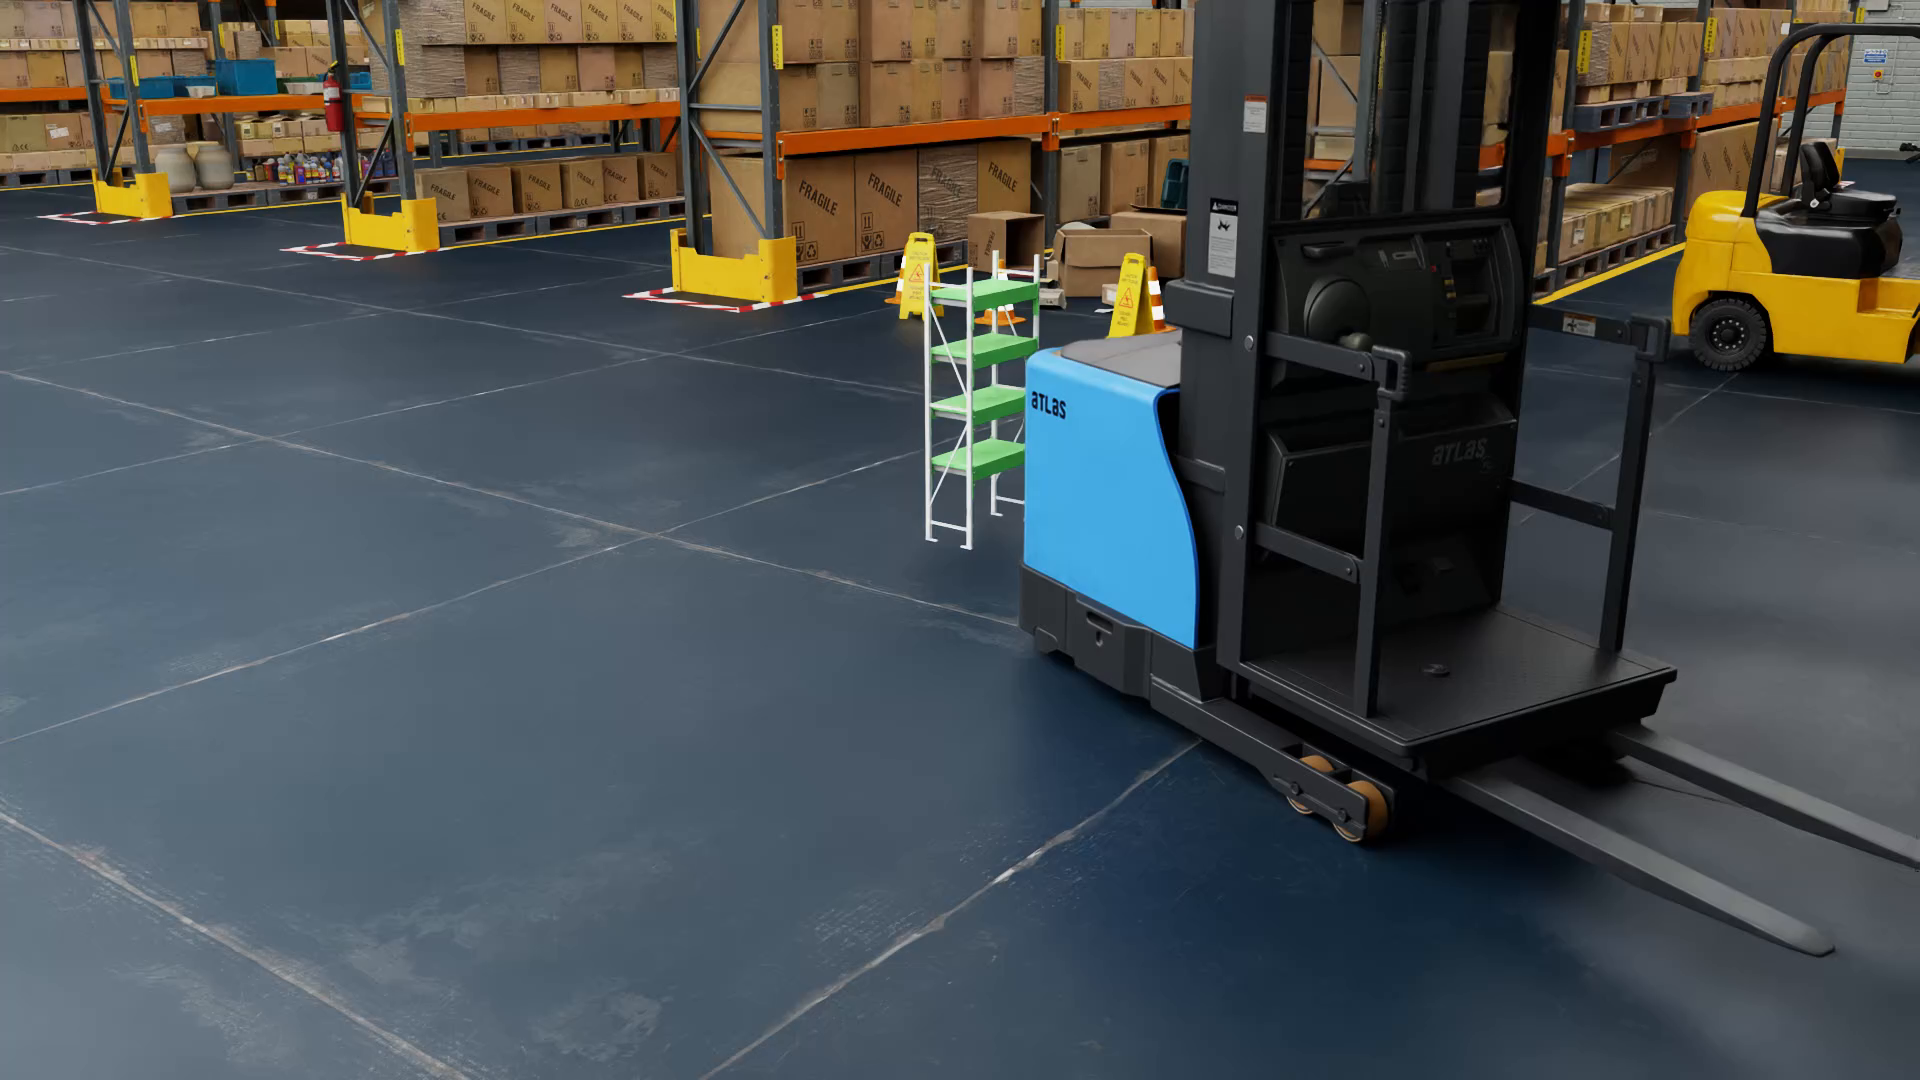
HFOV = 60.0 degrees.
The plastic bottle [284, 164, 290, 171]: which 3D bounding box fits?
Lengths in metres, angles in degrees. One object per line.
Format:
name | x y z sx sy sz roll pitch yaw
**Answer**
plastic bottle | -8.657 -4.724 21.375 0.097 0.201 0.097 0 17 0

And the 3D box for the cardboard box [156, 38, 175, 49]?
cardboard box | -11.650 -7.227 24.197 0.380 0.149 0.250 12 21 33

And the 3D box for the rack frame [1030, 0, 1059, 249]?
rack frame | 0.519 -4.442 16.490 1.000 3.000 0.127 12 21 35

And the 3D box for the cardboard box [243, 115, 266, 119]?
cardboard box | -11.041 -6.521 26.168 0.500 0.311 0.500 13 22 36

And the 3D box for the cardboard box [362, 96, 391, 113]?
cardboard box | -5.783 -4.374 16.695 0.380 0.149 0.250 12 21 35

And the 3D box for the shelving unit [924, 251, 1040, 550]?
shelving unit | 0.099 -0.612 7.193 0.258 1.200 0.503 12 21 35

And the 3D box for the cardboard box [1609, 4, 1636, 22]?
cardboard box | 5.684 -4.618 14.584 0.380 0.149 0.250 14 22 38

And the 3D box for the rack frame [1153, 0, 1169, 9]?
rack frame | 3.746 -8.201 28.593 1.000 3.000 0.127 12 21 35

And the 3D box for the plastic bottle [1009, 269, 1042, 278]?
plastic bottle | 0.590 -2.358 14.735 0.283 0.061 0.133 5 18 16

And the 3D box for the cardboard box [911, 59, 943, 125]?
cardboard box | -0.652 -4.037 14.932 0.875 0.550 0.500 12 21 35

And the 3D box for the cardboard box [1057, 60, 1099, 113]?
cardboard box | 1.049 -4.567 16.725 0.500 0.500 0.500 13 21 35

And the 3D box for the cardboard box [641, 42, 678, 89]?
cardboard box | -3.722 -5.436 19.021 0.875 0.500 0.500 12 21 35

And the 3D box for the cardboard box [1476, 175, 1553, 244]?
cardboard box | 4.418 -2.648 13.378 0.500 0.500 0.500 12 21 34

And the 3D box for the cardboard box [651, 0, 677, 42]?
cardboard box | -3.451 -5.854 18.681 0.500 0.500 0.500 12 21 35

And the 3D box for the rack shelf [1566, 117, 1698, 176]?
rack shelf | 5.747 -3.724 15.391 1.077 0.370 4.000 12 21 35

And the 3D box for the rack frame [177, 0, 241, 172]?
rack frame | -11.357 -7.094 25.029 1.000 3.000 0.127 12 21 35

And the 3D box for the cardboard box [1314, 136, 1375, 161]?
cardboard box | 2.540 -2.563 10.863 0.380 0.149 0.250 13 21 35

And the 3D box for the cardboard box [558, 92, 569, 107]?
cardboard box | -4.412 -4.719 17.804 0.380 0.149 0.250 12 21 35

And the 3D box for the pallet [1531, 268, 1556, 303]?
pallet | 4.183 -2.093 13.629 1.003 0.211 1.213 12 21 35

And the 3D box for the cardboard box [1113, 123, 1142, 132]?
cardboard box | 2.357 -6.791 26.929 0.875 0.875 0.875 12 21 35

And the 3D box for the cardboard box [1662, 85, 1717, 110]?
cardboard box | 7.432 -4.544 17.073 0.500 0.250 0.500 12 21 34

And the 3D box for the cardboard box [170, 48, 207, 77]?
cardboard box | -11.617 -7.035 24.671 0.700 0.500 0.500 12 21 33

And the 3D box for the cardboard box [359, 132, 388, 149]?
cardboard box | -9.698 -6.523 27.119 0.500 0.250 0.500 13 21 36

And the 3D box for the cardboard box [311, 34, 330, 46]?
cardboard box | -12.140 -9.314 31.475 0.500 0.500 0.500 13 22 36

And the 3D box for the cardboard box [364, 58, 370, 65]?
cardboard box | -9.662 -7.825 27.535 0.500 0.311 0.500 12 21 34

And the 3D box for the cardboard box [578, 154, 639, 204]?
cardboard box | -4.009 -4.123 18.970 0.500 0.500 0.500 -12 21 -33

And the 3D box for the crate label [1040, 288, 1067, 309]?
crate label | 0.716 -1.915 13.180 0.250 0.136 0.298 2 17 6

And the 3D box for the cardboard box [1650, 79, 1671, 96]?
cardboard box | 6.407 -4.234 15.535 0.380 0.149 0.250 13 21 36

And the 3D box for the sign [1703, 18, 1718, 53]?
sign | 7.380 -4.965 16.357 0.100 0.325 0.005 12 21 35

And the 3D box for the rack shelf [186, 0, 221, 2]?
rack shelf | -10.166 -8.659 26.225 1.077 0.370 4.000 12 21 35

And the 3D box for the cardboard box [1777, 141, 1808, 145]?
cardboard box | 10.854 -5.032 22.002 0.875 0.438 0.875 13 22 36

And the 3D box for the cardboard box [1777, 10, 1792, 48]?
cardboard box | 9.257 -5.871 19.238 0.500 0.500 0.500 13 22 36

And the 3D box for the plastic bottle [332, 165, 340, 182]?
plastic bottle | -7.989 -4.693 21.276 0.097 0.201 0.097 0 17 0

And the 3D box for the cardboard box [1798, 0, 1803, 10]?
cardboard box | 9.858 -6.425 19.927 0.380 0.149 0.250 13 21 35

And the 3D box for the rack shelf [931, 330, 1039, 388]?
rack shelf | 0.099 -0.781 7.141 0.258 0.148 0.480 12 21 35

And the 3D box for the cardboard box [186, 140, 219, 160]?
cardboard box | -11.458 -5.832 24.895 0.500 0.250 0.500 12 21 35

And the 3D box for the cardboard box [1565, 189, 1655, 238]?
cardboard box | 6.161 -3.180 16.148 0.950 0.372 0.625 12 21 34

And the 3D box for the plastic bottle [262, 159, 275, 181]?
plastic bottle | -8.850 -4.744 21.315 0.152 0.276 0.135 13 21 35

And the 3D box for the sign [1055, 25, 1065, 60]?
sign | 0.966 -4.795 16.035 0.100 0.325 0.005 12 21 35

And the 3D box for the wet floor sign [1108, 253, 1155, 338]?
wet floor sign | 1.199 -1.658 11.495 0.232 0.644 0.267 -11 20 -32

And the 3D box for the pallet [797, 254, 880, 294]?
pallet | -1.450 -2.362 14.493 1.003 0.211 1.213 12 21 35

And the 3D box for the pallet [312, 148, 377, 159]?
pallet | -10.223 -6.236 26.970 1.003 0.211 1.213 12 21 35

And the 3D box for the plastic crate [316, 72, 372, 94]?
plastic crate | -7.823 -5.835 21.227 0.499 0.251 0.616 12 21 35

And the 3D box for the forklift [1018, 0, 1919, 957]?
forklift | 1.387 -0.725 4.637 1.130 2.935 3.031 -10 20 -29

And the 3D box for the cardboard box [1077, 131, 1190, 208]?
cardboard box | 1.949 -4.183 18.741 1.050 0.750 0.750 13 21 36

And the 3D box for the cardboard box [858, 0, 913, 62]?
cardboard box | -0.915 -4.415 14.329 0.875 0.550 0.550 12 21 35

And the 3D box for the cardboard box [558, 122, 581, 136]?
cardboard box | -7.255 -7.612 30.170 0.500 0.500 0.500 13 21 35

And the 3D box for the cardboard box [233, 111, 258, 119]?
cardboard box | -13.342 -7.757 30.637 0.700 0.500 0.500 13 21 35

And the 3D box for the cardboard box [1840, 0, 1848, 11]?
cardboard box | 11.434 -7.023 21.851 0.380 0.149 0.250 12 21 34

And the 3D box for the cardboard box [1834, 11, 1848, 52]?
cardboard box | 11.321 -6.688 21.868 0.500 0.500 0.500 13 21 35

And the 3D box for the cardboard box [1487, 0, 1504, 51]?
cardboard box | 3.797 -4.074 12.950 0.700 0.500 0.500 13 21 35

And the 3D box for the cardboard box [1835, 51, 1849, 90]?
cardboard box | 11.630 -6.336 22.419 0.500 0.500 0.500 13 21 35

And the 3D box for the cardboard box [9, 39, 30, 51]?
cardboard box | -12.877 -6.736 22.616 0.380 0.149 0.250 12 21 34

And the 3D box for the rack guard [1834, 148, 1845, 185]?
rack guard | 11.719 -5.261 23.343 1.175 0.500 0.348 12 21 35

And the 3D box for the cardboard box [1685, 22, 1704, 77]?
cardboard box | 6.891 -4.777 16.190 0.500 0.500 0.500 12 21 33
